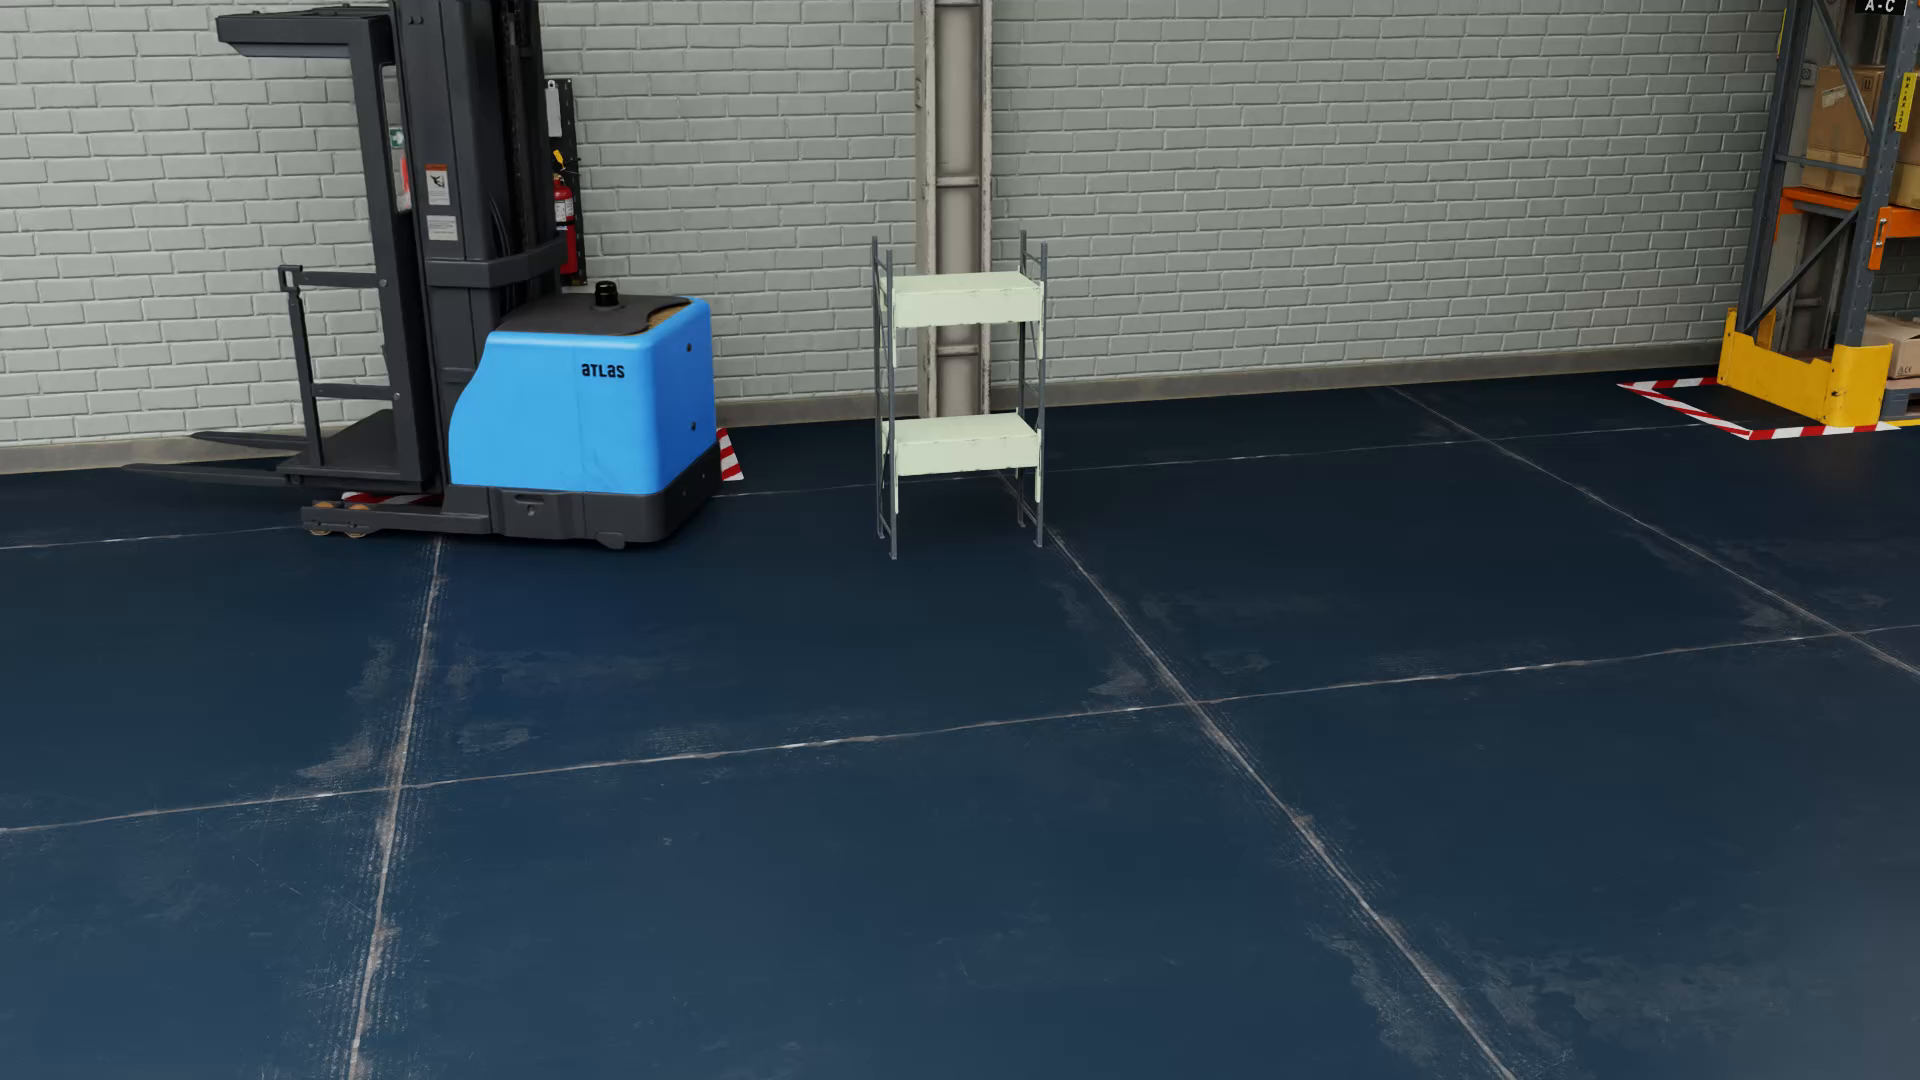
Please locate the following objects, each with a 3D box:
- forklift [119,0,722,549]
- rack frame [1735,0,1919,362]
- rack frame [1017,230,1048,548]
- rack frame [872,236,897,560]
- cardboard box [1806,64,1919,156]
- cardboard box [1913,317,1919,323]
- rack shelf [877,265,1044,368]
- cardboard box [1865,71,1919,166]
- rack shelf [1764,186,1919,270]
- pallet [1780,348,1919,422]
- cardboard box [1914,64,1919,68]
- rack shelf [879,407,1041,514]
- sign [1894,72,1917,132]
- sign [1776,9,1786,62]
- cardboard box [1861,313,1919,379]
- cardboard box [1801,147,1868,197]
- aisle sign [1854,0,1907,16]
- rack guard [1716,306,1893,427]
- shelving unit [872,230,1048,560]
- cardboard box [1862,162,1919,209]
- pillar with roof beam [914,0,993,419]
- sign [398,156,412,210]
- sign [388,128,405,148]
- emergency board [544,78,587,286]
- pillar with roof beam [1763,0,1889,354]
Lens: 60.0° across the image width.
[{"bbox_3d":[-2.848,-1.559,8.311,3.031,2.935,1.130,4,20,10],"label":"forklift"},{"bbox_3d":[5.318,-2.297,10.225,0.127,3.000,1.000,-5,21,-12],"label":"rack frame"},{"bbox_3d":[0.350,-0.733,8.134,0.023,1.500,0.400,-5,21,-12],"label":"rack frame"},{"bbox_3d":[-0.363,-0.675,7.976,0.023,1.500,0.400,-5,21,-12],"label":"rack frame"},{"bbox_3d":[5.728,-2.697,10.414,0.500,0.500,0.500,-5,21,-13],"label":"cardboard box"},{"bbox_3d":[6.567,-1.311,10.802,0.500,0.311,0.500,-3,20,-8],"label":"cardboard box"},{"bbox_3d":[-0.006,-1.070,7.921,0.720,0.370,0.431,-5,21,-12],"label":"rack shelf"},{"bbox_3d":[5.851,-2.525,9.946,0.500,0.500,0.500,-5,21,-12],"label":"cardboard box"},{"bbox_3d":[7.264,-2.118,10.780,4.000,0.370,1.077,-5,21,-12],"label":"rack shelf"},{"bbox_3d":[6.190,-1.046,10.864,1.213,0.211,1.003,-5,21,-12],"label":"pallet"},{"bbox_3d":[6.220,-2.733,10.514,0.500,0.500,0.500,-4,21,-12],"label":"cardboard box"},{"bbox_3d":[-0.006,-0.398,8.167,0.720,0.370,0.431,-5,21,-12],"label":"rack shelf"},{"bbox_3d":[5.443,-2.522,9.580,0.005,0.325,0.100,-5,21,-12],"label":"sign"},{"bbox_3d":[5.210,-3.177,10.483,0.005,0.325,0.100,-5,21,-12],"label":"sign"},{"bbox_3d":[6.012,-1.266,10.679,0.500,0.311,0.500,-7,21,-19],"label":"cardboard box"},{"bbox_3d":[5.728,-2.338,10.525,0.500,0.250,0.500,-4,21,-12],"label":"cardboard box"},{"bbox_3d":[5.317,-3.412,9.488,0.004,0.787,0.394,-5,21,-12],"label":"aisle sign"},{"bbox_3d":[5.392,-1.129,10.671,0.348,0.500,1.175,-5,21,-12],"label":"rack guard"},{"bbox_3d":[-0.006,-0.704,8.055,0.755,1.500,0.431,-5,21,-12],"label":"shelving unit"},{"bbox_3d":[5.866,-2.168,10.062,0.500,0.250,0.500,-5,21,-14],"label":"cardboard box"},{"bbox_3d":[0.952,-3.543,4.904,0.400,9.000,9.100,-5,21,-12],"label":"pillar with roof beam"},{"bbox_3d":[-3.015,-1.992,9.339,0.234,0.329,0.001,-5,21,-12],"label":"sign"},{"bbox_3d":[-3.008,-2.238,9.241,0.331,0.109,0.001,-5,21,-12],"label":"sign"},{"bbox_3d":[-2.453,-1.984,9.371,0.643,1.169,0.194,-5,21,-12],"label":"emergency board"},{"bbox_3d":[6.791,-4.018,6.201,0.400,9.000,9.100,-5,21,-12],"label":"pillar with roof beam"}]
